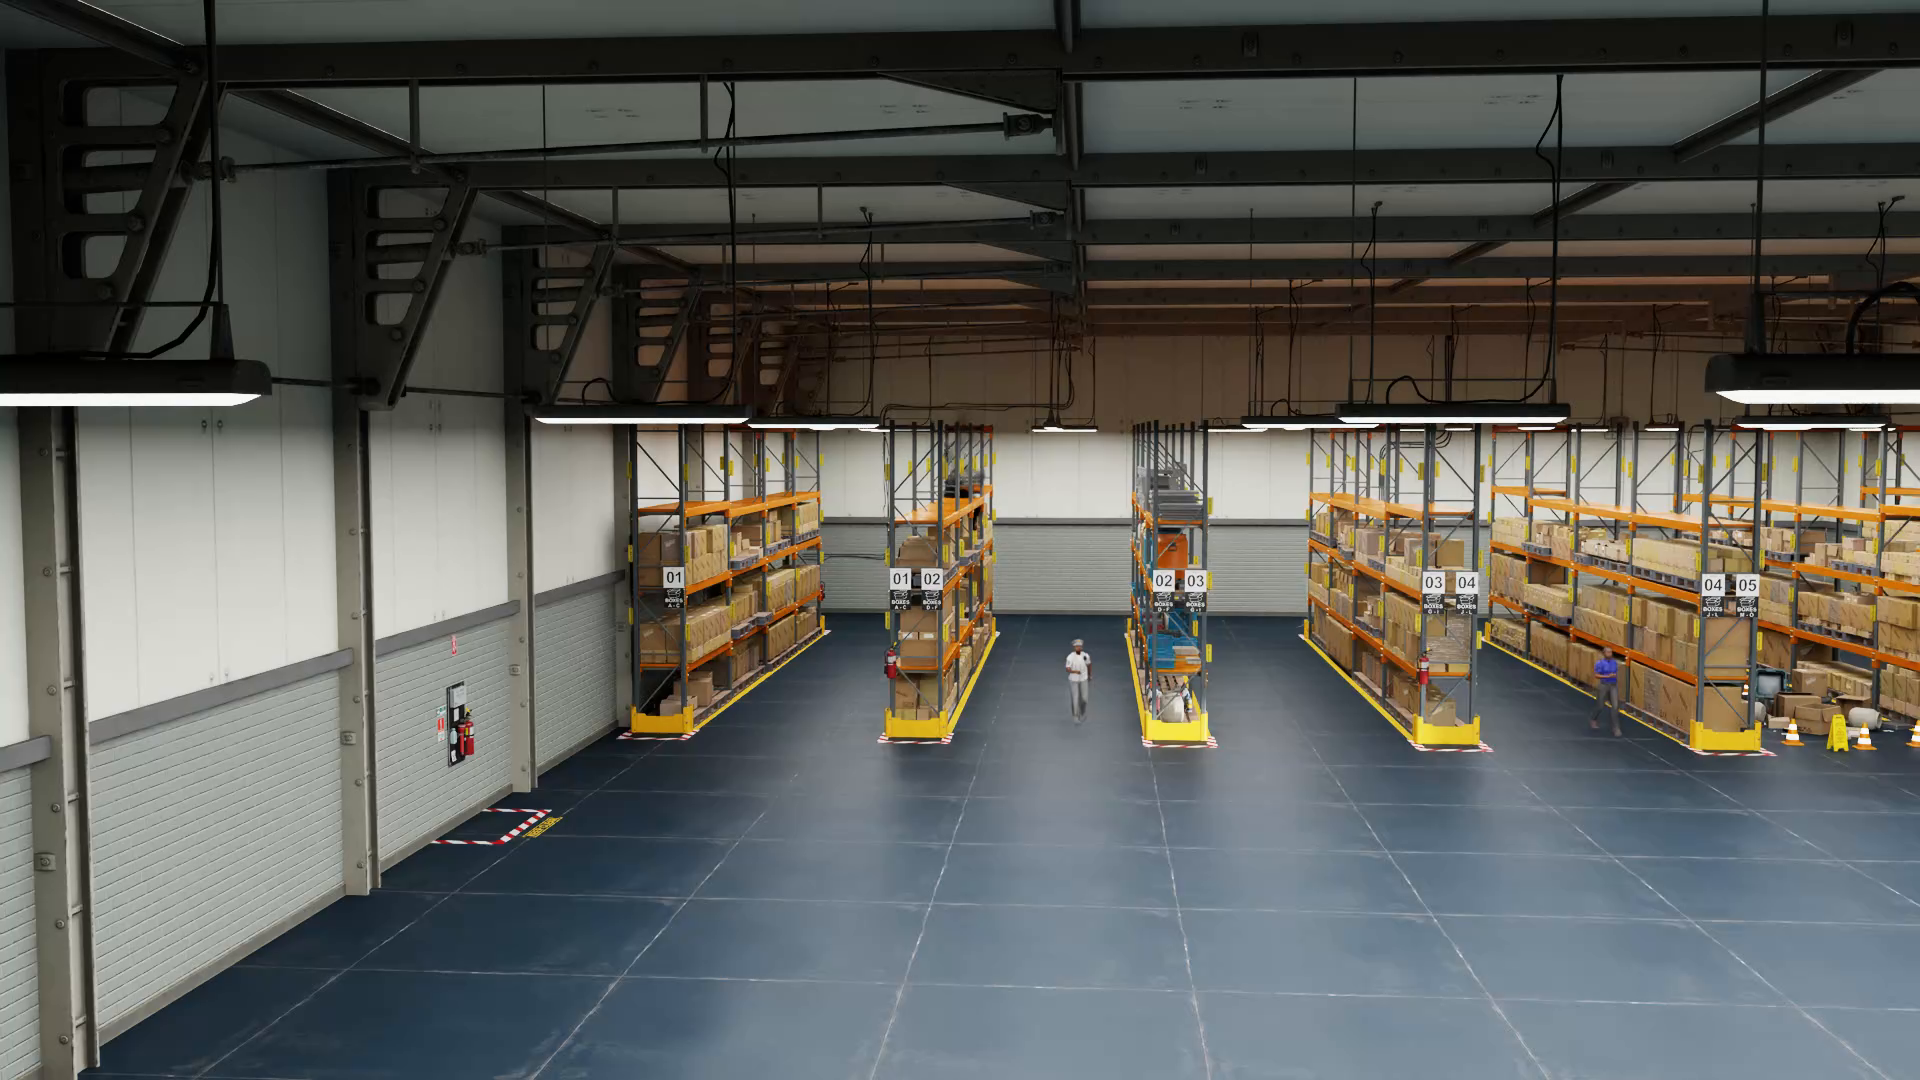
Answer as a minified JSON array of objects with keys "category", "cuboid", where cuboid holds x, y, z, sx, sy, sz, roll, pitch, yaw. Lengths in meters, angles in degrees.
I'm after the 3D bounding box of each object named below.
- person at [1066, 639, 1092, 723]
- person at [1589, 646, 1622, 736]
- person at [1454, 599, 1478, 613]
[{"category":"person","cuboid":[2.370,2.793,32.912,0.549,1.671,0.640,0,4,-3]},{"category":"person","cuboid":[12.383,2.866,31.811,0.572,1.639,0.934,0,4,-5]},{"category":"person","cuboid":[13.224,2.095,43.507,0.675,1.719,0.599,0,4,4]}]
